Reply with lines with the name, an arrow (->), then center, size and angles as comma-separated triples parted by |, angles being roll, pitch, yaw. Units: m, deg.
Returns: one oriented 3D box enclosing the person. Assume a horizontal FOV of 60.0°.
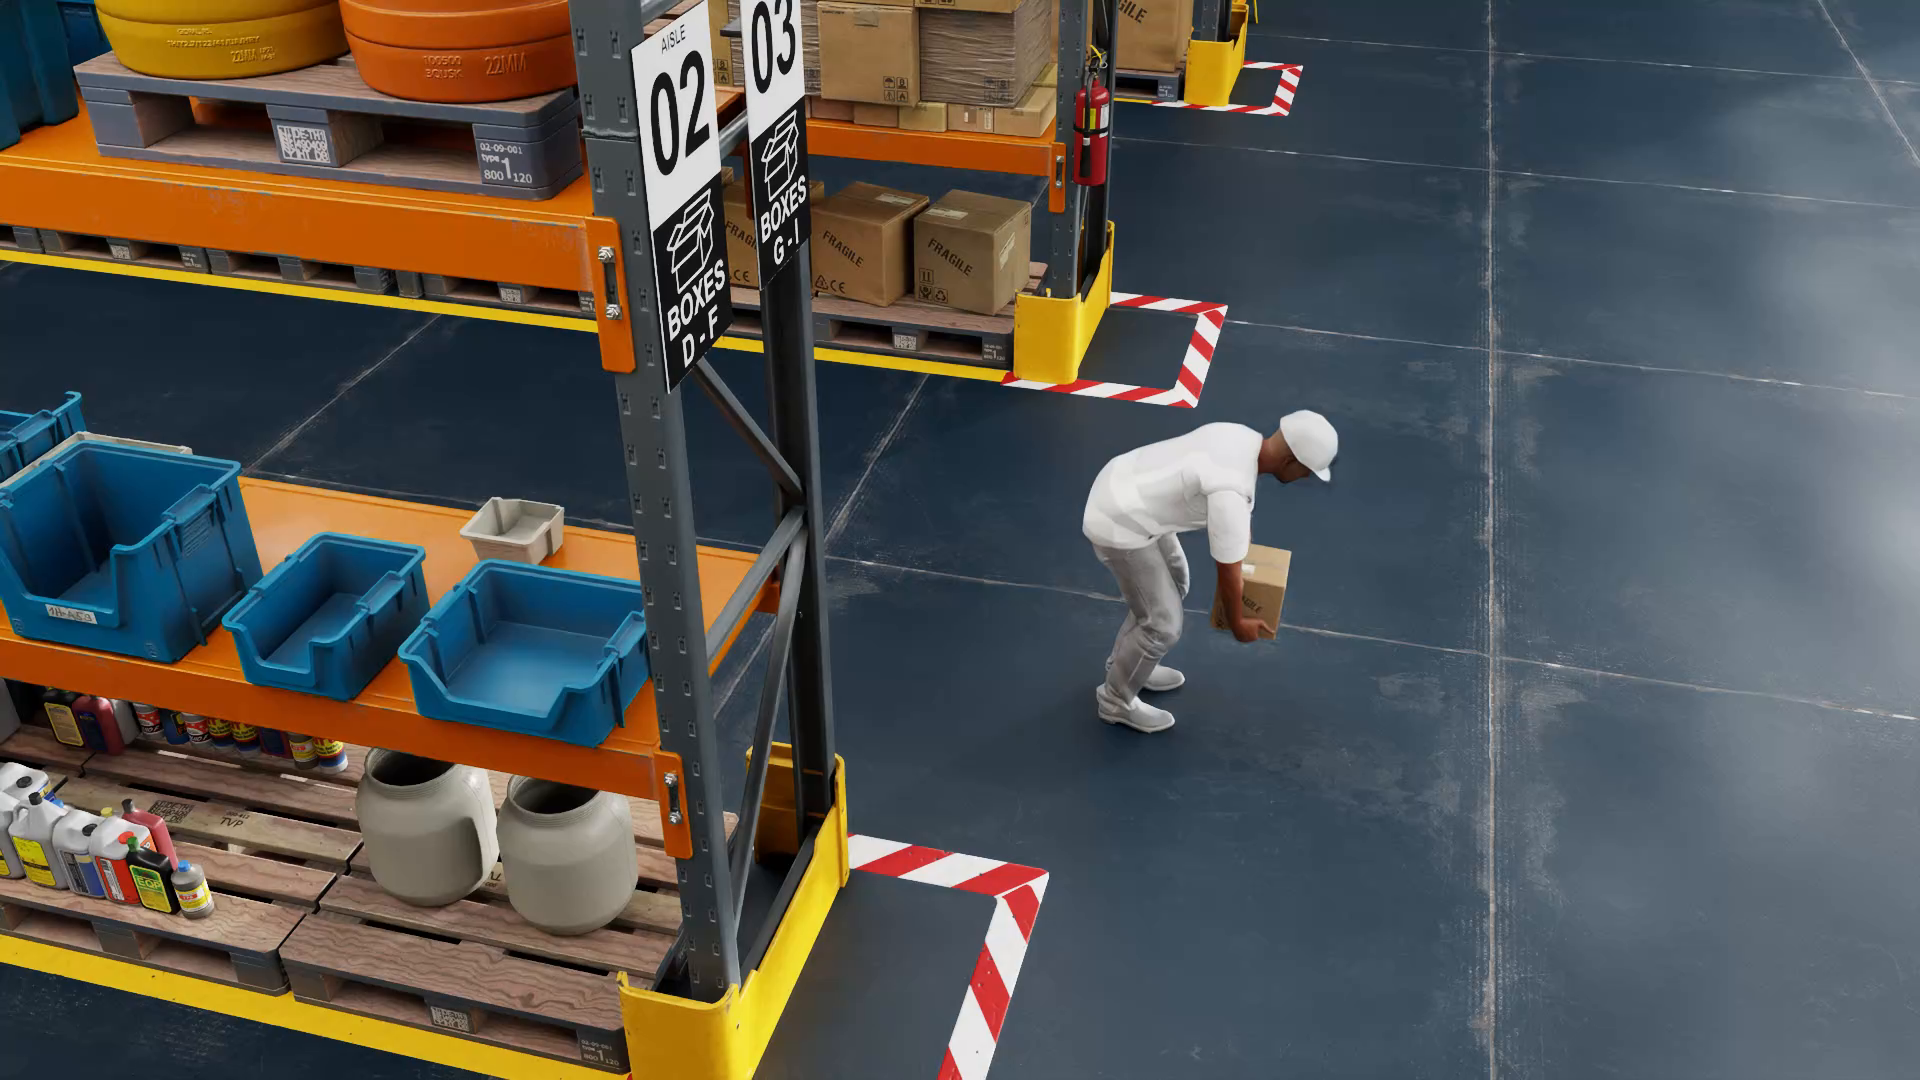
person -> 0.915, 0.086, 6.341 | 0.898, 1.376, 0.490 | 7, 33, 11
